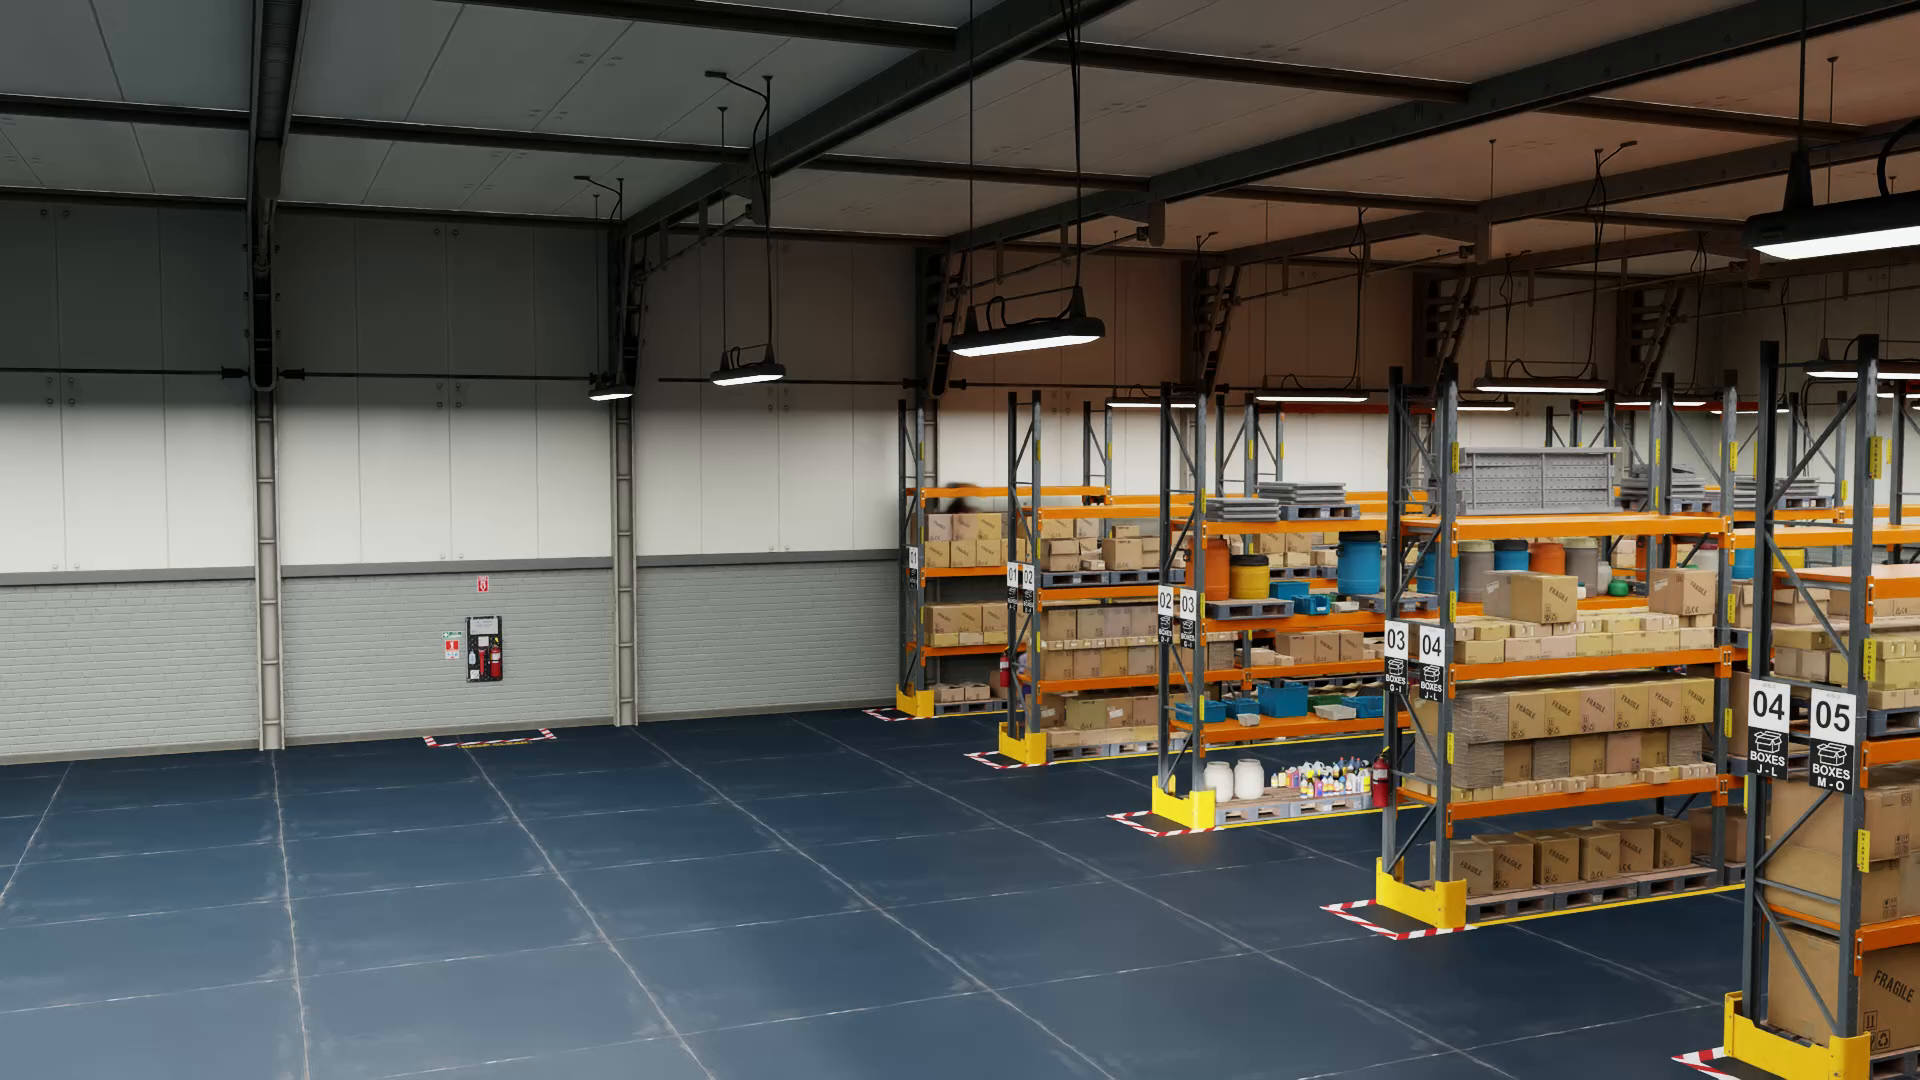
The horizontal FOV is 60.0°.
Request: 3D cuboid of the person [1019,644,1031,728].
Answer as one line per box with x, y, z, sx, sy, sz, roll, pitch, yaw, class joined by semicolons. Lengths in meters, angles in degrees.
1.258;2.576;30.293;0.397;1.630;0.532;1;3;13;person
